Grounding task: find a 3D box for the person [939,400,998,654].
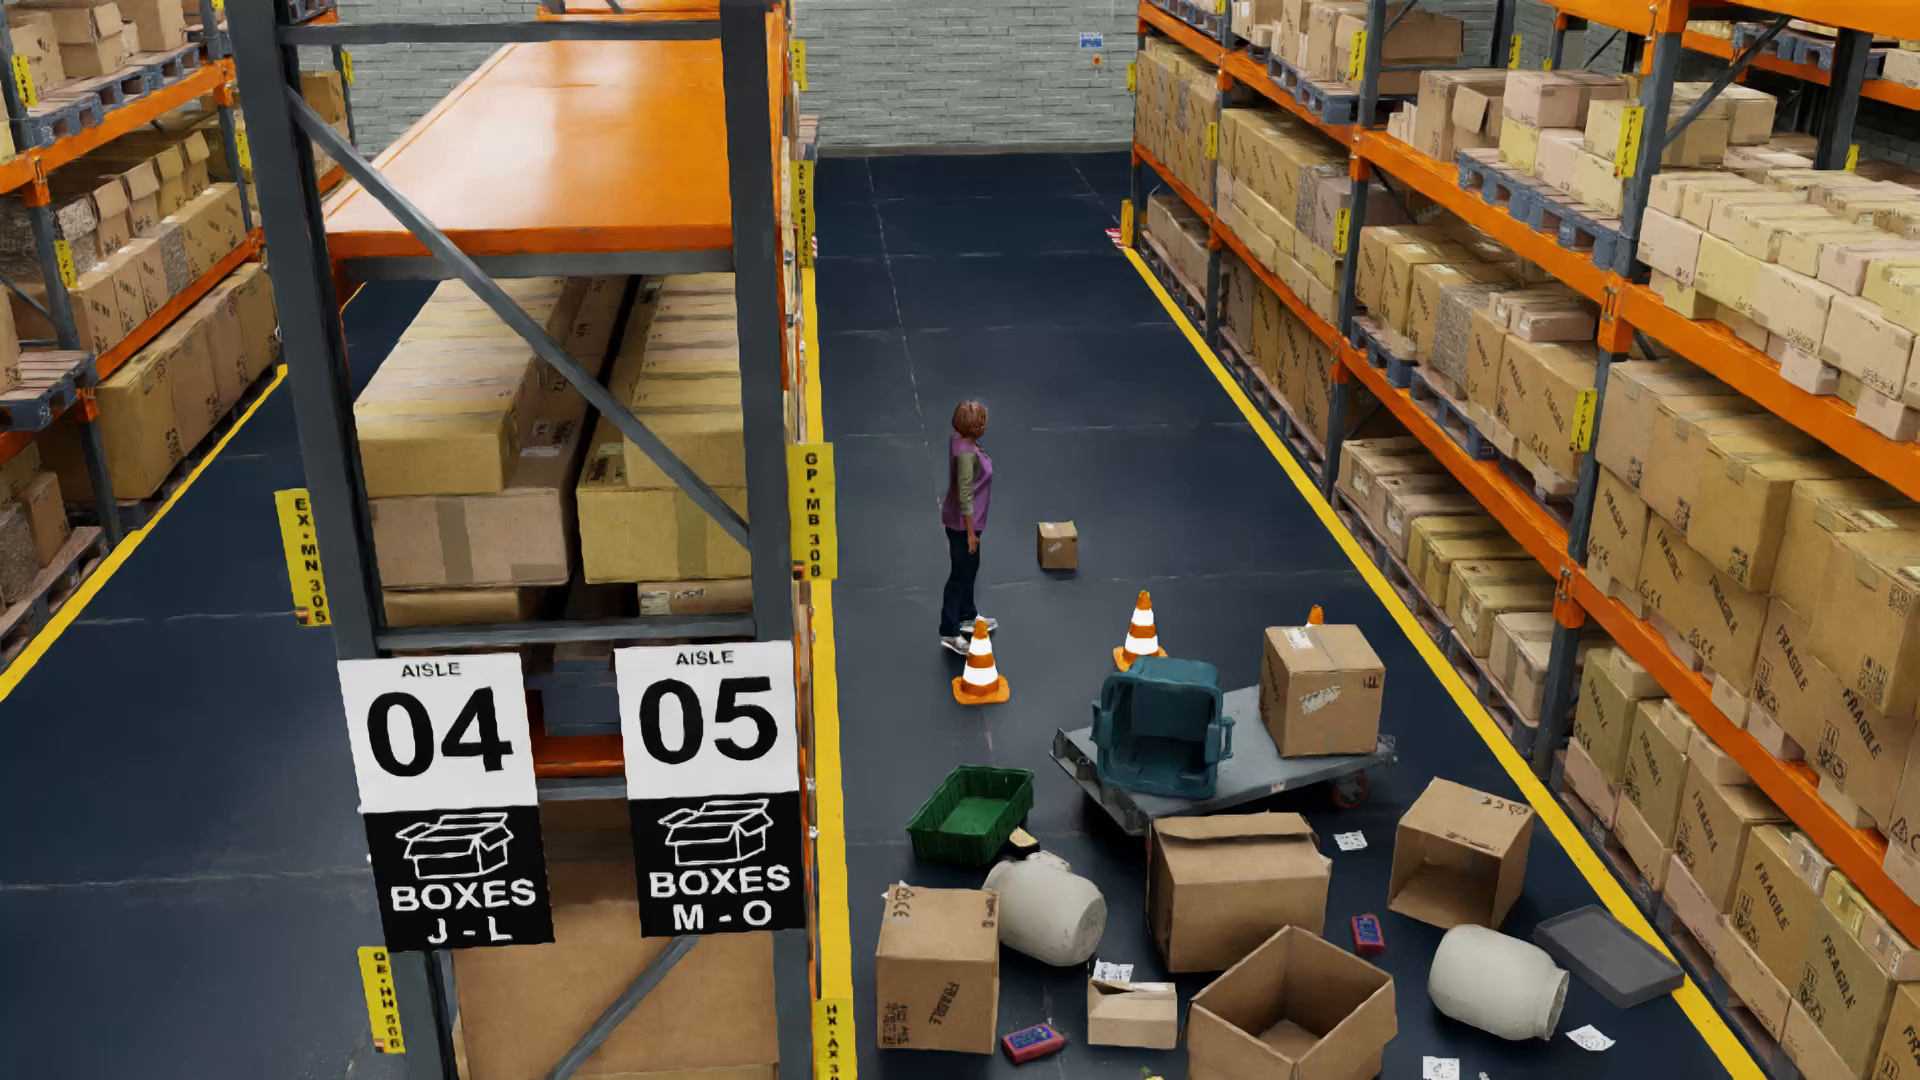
[{"bbox_3d":[0.054,-0.101,10.279,0.371,1.601,0.486,1,24,2],"label":"person"}]
